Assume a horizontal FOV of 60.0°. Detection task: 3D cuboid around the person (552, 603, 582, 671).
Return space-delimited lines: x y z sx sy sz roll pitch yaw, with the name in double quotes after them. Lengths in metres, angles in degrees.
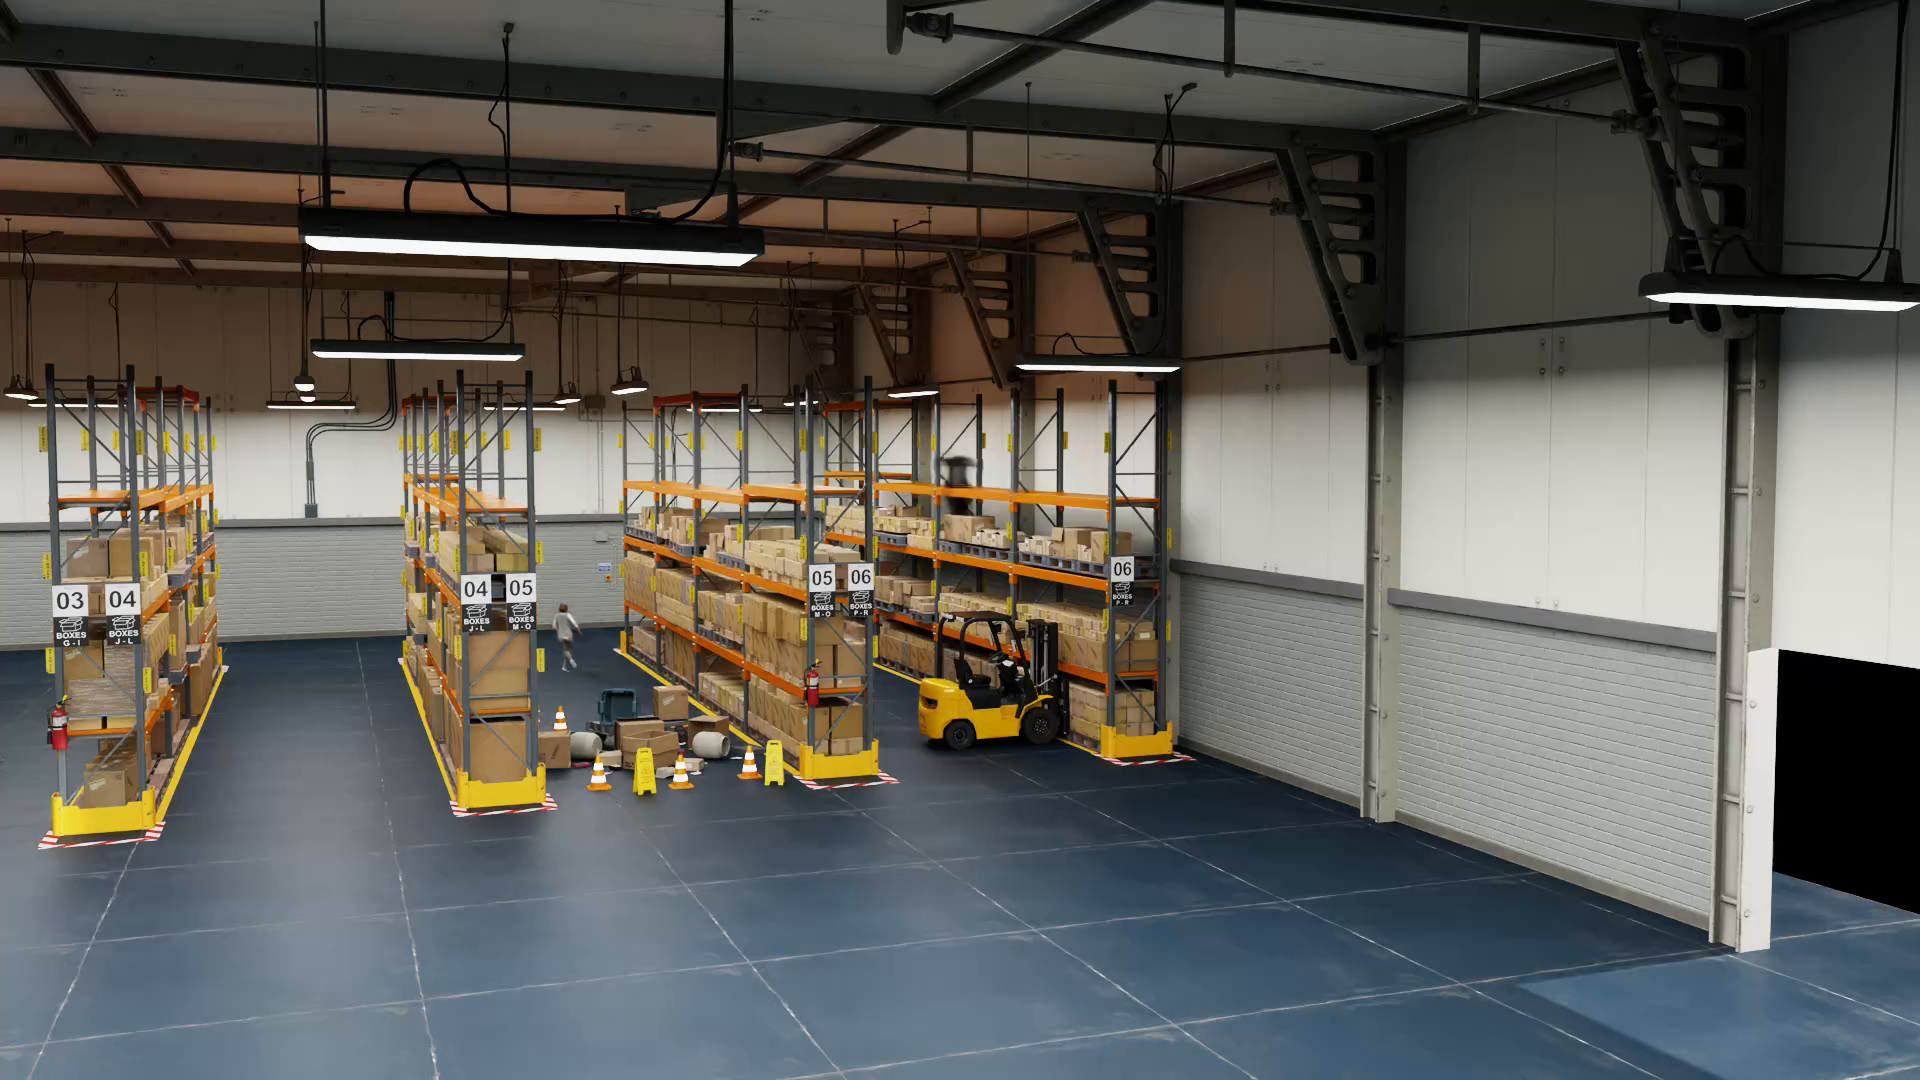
-8.607 2.144 36.357 0.646 1.527 0.571 0 3 -4 "person"
